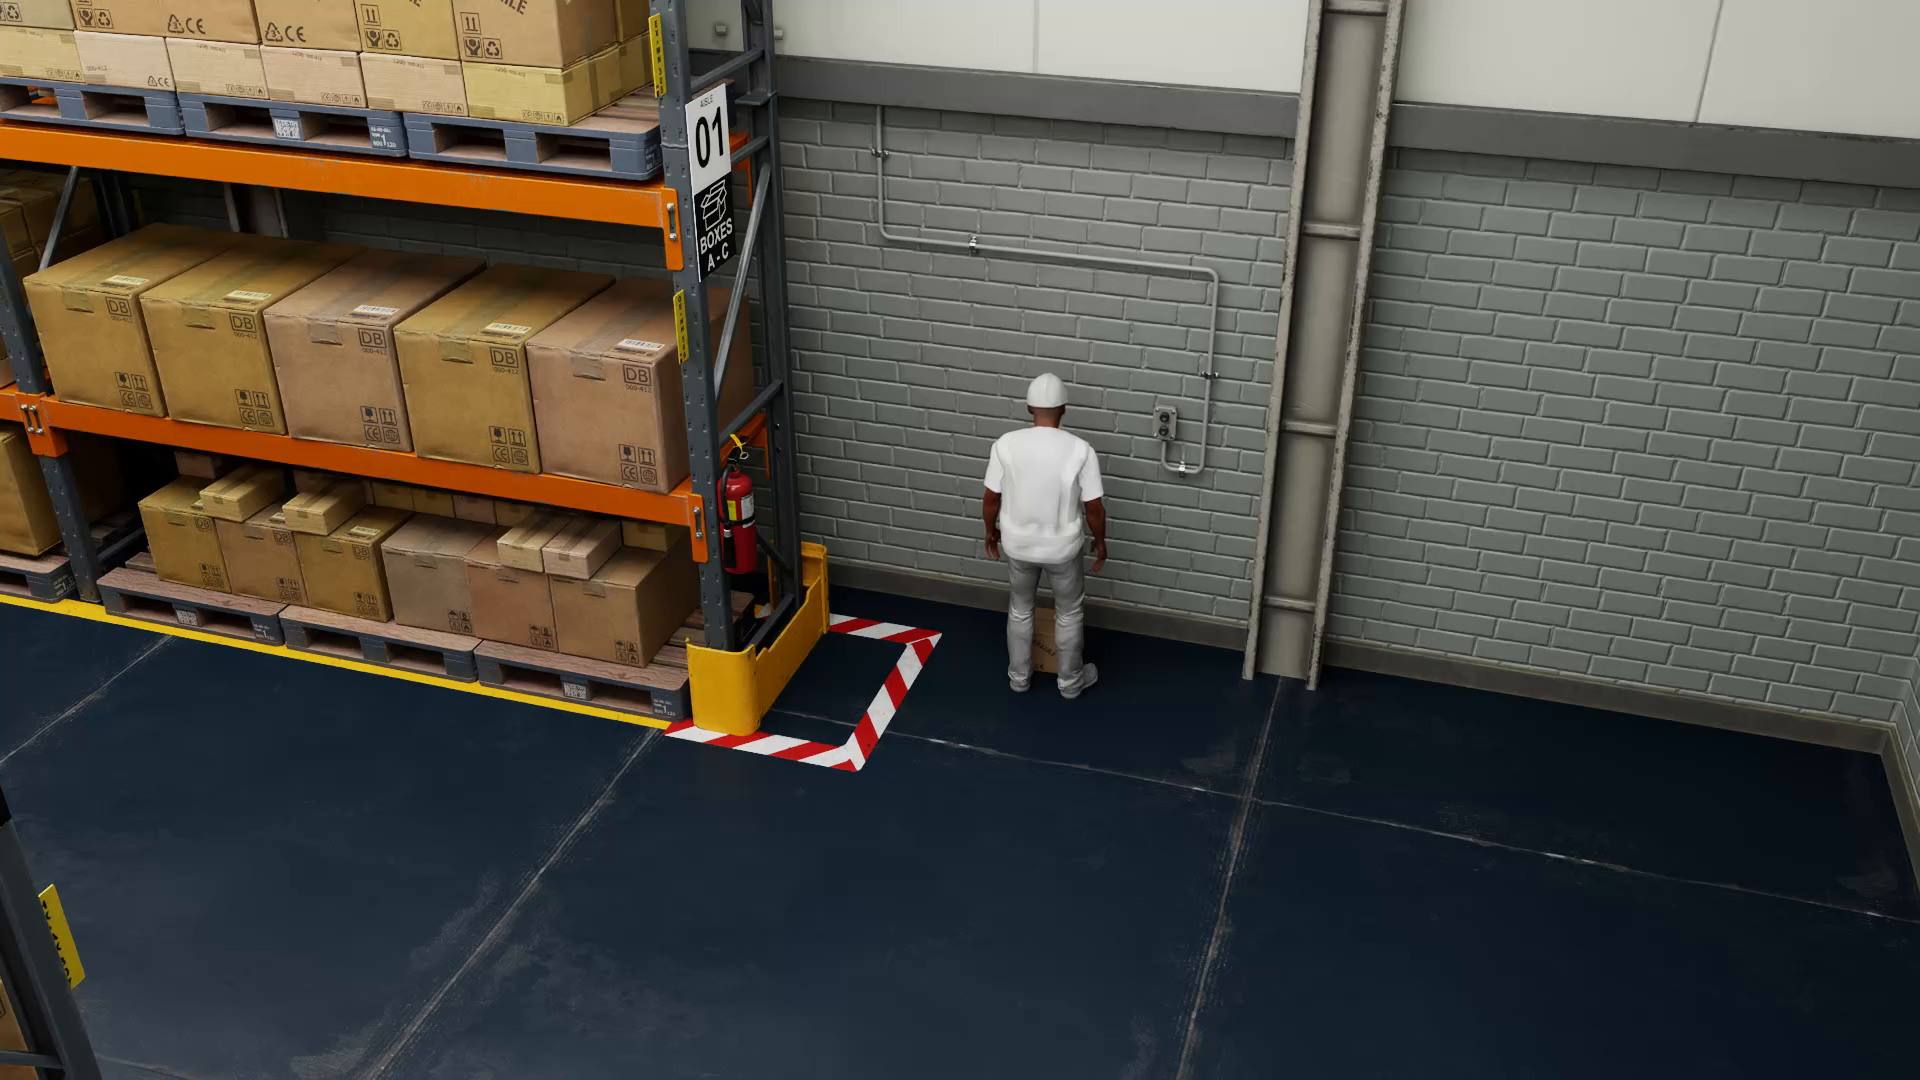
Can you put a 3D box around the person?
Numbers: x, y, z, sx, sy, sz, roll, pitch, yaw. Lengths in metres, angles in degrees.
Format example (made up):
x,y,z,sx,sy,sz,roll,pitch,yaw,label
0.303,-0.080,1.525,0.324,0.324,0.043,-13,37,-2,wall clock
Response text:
x,y,z,sx,sy,sz,roll,pitch,yaw,label
0.435,-0.005,8.502,0.638,1.757,0.458,8,30,13,person
